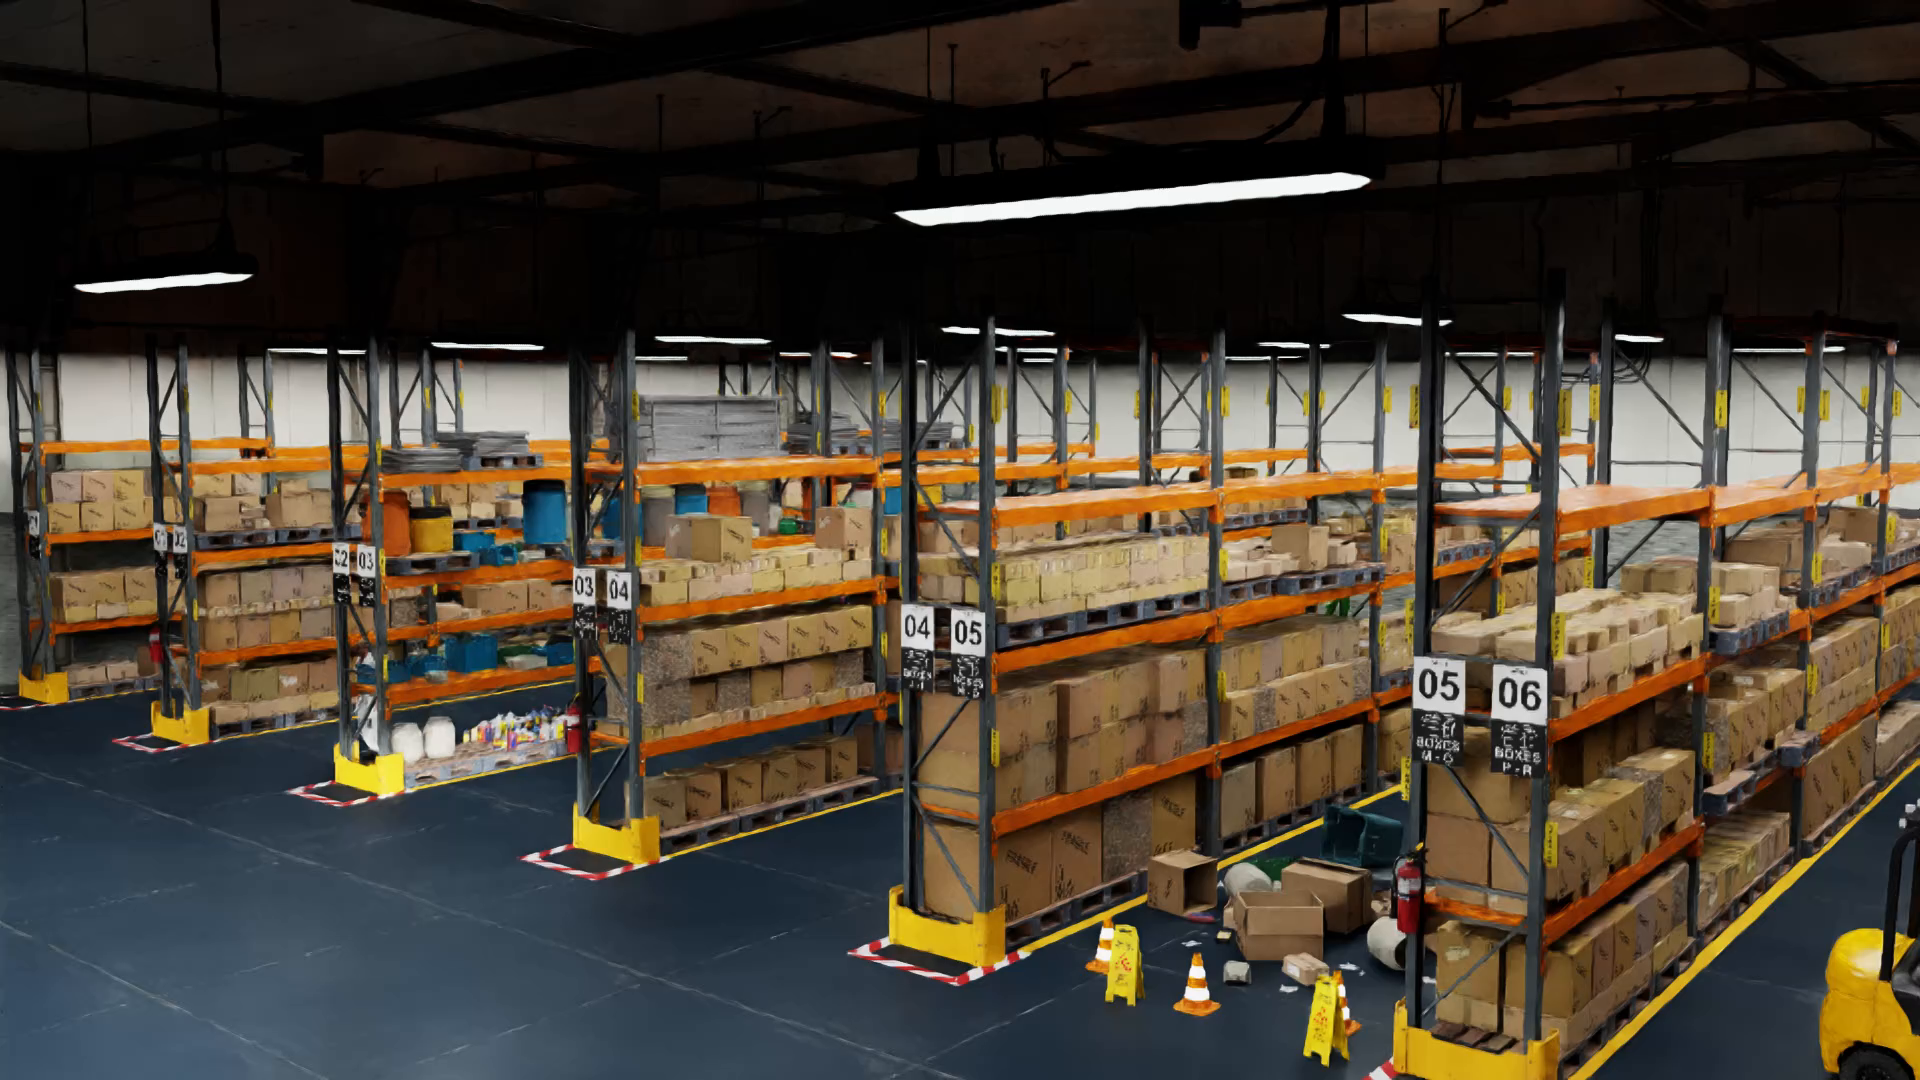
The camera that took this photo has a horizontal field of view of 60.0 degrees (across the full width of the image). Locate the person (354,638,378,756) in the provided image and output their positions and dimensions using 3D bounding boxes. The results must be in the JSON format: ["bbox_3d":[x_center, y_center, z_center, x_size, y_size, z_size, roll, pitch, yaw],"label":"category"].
[{"bbox_3d":[-8.208,2.213,23.278,0.729,1.732,0.541,4,7,39],"label":"person"}]

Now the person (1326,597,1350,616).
[{"bbox_3d":[7.805,1.158,34.709,0.703,1.788,0.487,-1,5,-6],"label":"person"}]
